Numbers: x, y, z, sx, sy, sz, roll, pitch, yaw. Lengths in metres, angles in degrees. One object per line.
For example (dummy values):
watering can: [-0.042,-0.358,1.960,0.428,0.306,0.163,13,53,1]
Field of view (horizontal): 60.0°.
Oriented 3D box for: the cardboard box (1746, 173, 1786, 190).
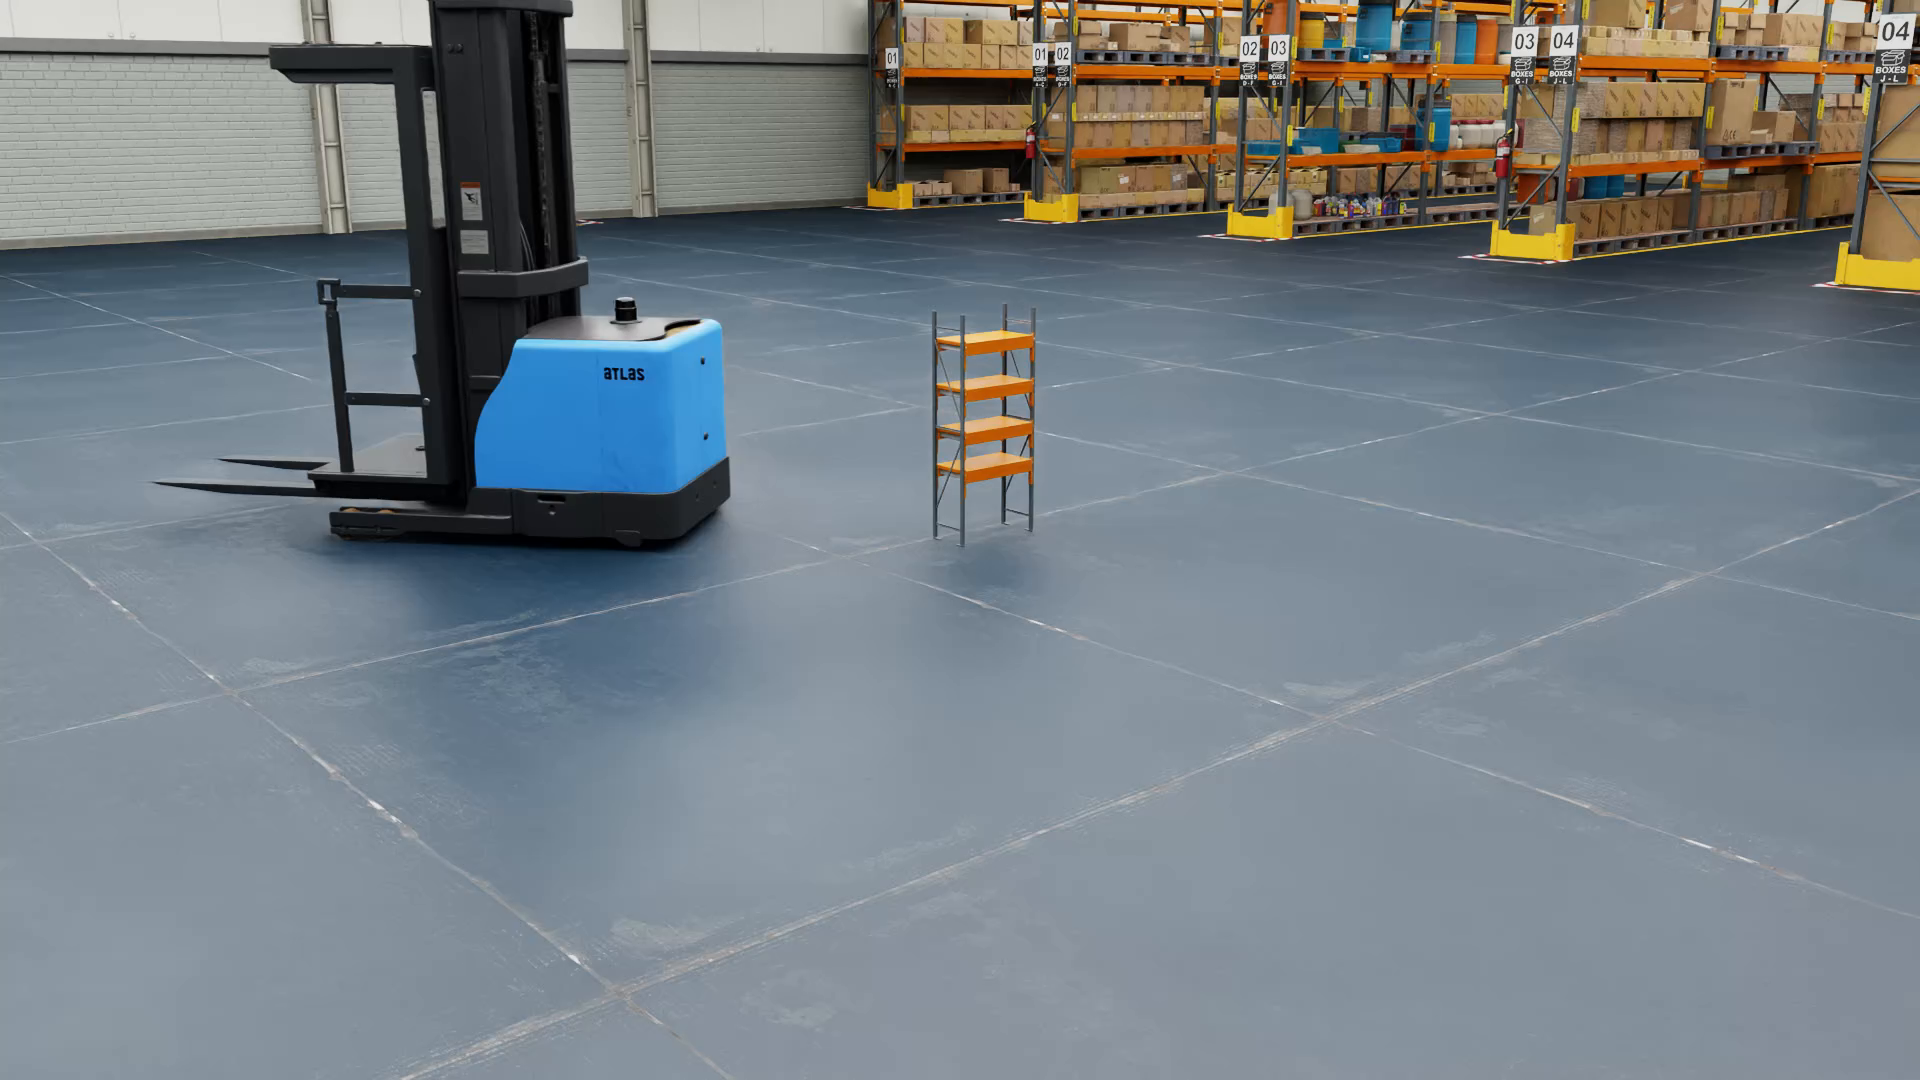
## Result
cardboard box: [13.774,-6.150,28.500,0.500,0.250,0.500,-12,19,-37]

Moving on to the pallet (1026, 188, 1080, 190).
pallet: [2.074,-7.902,37.926,1.213,0.211,1.003,-13,19,-39]

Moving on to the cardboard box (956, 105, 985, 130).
cardboard box: [0.182,-9.020,35.503,0.500,0.500,0.500,-12,19,-38]

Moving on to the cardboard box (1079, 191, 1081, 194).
cardboard box: [2.304,-6.586,32.108,0.500,0.250,0.500,-13,19,-39]

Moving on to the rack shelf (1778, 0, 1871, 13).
rack shelf: [15.768,-9.599,29.416,4.000,0.370,1.077,-13,19,-39]

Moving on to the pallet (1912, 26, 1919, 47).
pallet: [11.957,-6.098,20.127,1.213,0.211,1.003,-13,19,-39]

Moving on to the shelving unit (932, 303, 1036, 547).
shelving unit: [0.125,-0.608,8.700,0.503,1.200,0.258,-13,19,-39]

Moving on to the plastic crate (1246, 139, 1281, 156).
plastic crate: [5.154,-6.582,27.869,0.616,0.251,0.499,-13,19,-39]

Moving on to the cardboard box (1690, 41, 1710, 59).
cardboard box: [11.070,-7.473,25.394,0.500,0.250,0.500,-12,19,-37]

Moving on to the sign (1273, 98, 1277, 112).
sign: [7.886,-10.890,41.616,0.005,0.325,0.100,-13,19,-39]

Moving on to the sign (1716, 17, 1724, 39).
sign: [11.604,-7.819,25.396,0.005,0.325,0.100,-13,19,-39]

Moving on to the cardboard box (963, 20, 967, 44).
cardboard box: [-0.201,-10.812,35.431,0.500,0.500,0.500,-13,20,-39]

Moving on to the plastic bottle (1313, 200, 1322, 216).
plastic bottle: [6.279,-5.842,29.233,0.135,0.276,0.152,-12,19,-39]

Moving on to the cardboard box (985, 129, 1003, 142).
cardboard box: [0.579,-8.744,35.926,0.500,0.250,0.500,-13,20,-40]

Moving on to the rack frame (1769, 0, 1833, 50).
rack frame: [14.260,-9.801,28.003,0.127,3.000,1.000,-13,19,-39]

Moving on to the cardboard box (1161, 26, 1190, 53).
cardboard box: [4.189,-9.888,32.864,0.500,0.500,0.500,-11,18,-35]

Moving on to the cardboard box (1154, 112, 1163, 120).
cardboard box: [3.719,-8.213,32.234,0.250,0.149,0.380,-12,19,-38]

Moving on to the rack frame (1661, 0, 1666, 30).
rack frame: [14.026,-11.442,34.150,0.127,3.000,1.000,-13,19,-39]

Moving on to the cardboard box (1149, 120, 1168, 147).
cardboard box: [3.637,-7.951,32.510,0.500,0.500,0.700,-12,19,-39]

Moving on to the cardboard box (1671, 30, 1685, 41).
cardboard box: [10.601,-7.544,24.886,0.250,0.149,0.380,-13,20,-41]

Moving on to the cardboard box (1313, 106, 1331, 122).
cardboard box: [9.039,-10.954,43.366,0.700,0.700,0.980,-14,20,-42]

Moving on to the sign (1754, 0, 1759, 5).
sign: [17.417,-11.860,36.338,0.005,0.325,0.100,-13,19,-39]

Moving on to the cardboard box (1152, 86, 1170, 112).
cardboard box: [3.653,-8.582,32.358,0.500,0.500,0.700,-13,20,-39]

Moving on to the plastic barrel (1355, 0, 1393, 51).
plastic barrel: [7.170,-8.935,28.791,0.708,0.901,0.600,-13,19,-39]

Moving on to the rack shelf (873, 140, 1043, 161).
rack shelf: [-0.021,-8.431,35.896,4.000,0.370,1.077,-13,19,-39]

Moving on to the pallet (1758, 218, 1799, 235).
pallet: [13.669,-5.423,28.643,1.213,0.211,1.003,-13,19,-39]

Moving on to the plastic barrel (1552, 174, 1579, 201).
plastic barrel: [12.218,-7.182,33.683,0.708,0.588,0.600,-13,19,-39]

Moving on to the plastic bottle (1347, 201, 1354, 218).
plastic bottle: [6.728,-5.693,28.661,0.133,0.283,0.061,-12,19,-38]

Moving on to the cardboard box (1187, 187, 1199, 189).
cardboard box: [4.865,-7.155,34.238,0.500,0.250,0.500,-13,20,-40]

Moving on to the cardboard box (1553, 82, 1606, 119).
cardboard box: [8.818,-6.262,23.674,0.500,0.500,0.500,-13,19,-39]

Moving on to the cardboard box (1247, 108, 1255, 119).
cardboard box: [6.961,-10.459,41.284,0.500,0.500,0.500,-12,19,-39]

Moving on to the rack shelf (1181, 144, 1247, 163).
rack shelf: [6.251,-8.145,34.824,4.000,0.370,1.077,-13,19,-39]

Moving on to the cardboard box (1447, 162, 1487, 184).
cardboard box: [12.191,-8.835,39.997,0.637,0.503,0.797,-13,19,-39]

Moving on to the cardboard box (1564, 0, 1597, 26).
cardboard box: [9.228,-7.742,24.368,0.500,0.500,0.500,-13,19,-39]

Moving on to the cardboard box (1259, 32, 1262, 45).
cardboard box: [7.896,-12.627,42.226,0.500,0.500,0.500,-13,20,-40]

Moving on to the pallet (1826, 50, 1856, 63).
pallet: [14.711,-8.380,28.862,1.003,0.211,1.213,-12,19,-37]

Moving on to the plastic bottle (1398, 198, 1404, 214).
plastic bottle: [7.844,-5.943,29.599,0.133,0.283,0.061,-11,19,-37]

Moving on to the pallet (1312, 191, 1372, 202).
pallet: [8.348,-7.603,36.806,1.213,0.211,1.003,-13,19,-39]

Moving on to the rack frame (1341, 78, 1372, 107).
rack frame: [10.540,-11.150,44.682,0.127,3.000,1.000,-13,19,-39]

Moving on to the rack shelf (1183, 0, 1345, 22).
rack shelf: [6.251,-10.850,34.102,4.000,0.370,1.077,-13,19,-39]

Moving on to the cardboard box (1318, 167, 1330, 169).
cardboard box: [8.311,-8.040,37.030,0.500,0.500,0.500,-12,19,-37]

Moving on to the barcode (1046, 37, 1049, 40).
barcode: [1.636,-9.351,31.007,0.075,0.075,0.001,-13,19,-39]

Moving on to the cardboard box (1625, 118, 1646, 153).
cardboard box: [9.746,-6.094,24.980,0.500,0.500,0.875,-13,19,-39]

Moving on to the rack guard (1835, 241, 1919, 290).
rack guard: [11.386,-3.353,20.332,0.348,0.500,1.175,-13,19,-39]

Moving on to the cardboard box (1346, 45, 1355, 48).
cardboard box: [8.067,-10.409,35.901,0.500,0.500,0.910,-13,19,-39]

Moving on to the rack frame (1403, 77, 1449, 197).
rack frame: [10.777,-9.509,38.537,0.127,3.000,1.000,-13,19,-39]

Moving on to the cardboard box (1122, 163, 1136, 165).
cardboard box: [3.432,-7.203,32.967,0.500,0.500,0.500,-13,19,-39]

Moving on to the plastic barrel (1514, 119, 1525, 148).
plastic barrel: [10.857,-7.795,31.855,0.708,0.536,0.600,-13,19,-39]

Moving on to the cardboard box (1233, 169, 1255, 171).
cardboard box: [6.007,-7.681,35.123,0.500,0.311,0.500,-13,20,-40]

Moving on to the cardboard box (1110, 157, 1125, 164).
cardboard box: [3.525,-8.946,38.967,0.500,0.250,0.500,-12,19,-38]

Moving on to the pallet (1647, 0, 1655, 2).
pallet: [13.422,-11.012,33.679,1.213,0.211,1.003,-13,19,-39]

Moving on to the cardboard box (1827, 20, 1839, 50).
cardboard box: [14.673,-8.722,28.762,0.637,0.503,0.797,-11,19,-36]

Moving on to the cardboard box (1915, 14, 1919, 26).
cardboard box: [11.433,-6.266,20.061,0.250,0.149,0.380,-13,20,-39]

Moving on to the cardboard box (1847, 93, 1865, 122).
cardboard box: [15.817,-7.781,29.929,0.637,0.503,0.797,-12,19,-38]

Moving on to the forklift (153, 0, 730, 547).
forklift: [-2.858,-1.539,8.831,3.031,2.935,1.130,2,15,9]

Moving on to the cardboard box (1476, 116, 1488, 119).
cardboard box: [12.104,-9.762,39.291,0.500,0.500,0.500,-13,20,-40]
